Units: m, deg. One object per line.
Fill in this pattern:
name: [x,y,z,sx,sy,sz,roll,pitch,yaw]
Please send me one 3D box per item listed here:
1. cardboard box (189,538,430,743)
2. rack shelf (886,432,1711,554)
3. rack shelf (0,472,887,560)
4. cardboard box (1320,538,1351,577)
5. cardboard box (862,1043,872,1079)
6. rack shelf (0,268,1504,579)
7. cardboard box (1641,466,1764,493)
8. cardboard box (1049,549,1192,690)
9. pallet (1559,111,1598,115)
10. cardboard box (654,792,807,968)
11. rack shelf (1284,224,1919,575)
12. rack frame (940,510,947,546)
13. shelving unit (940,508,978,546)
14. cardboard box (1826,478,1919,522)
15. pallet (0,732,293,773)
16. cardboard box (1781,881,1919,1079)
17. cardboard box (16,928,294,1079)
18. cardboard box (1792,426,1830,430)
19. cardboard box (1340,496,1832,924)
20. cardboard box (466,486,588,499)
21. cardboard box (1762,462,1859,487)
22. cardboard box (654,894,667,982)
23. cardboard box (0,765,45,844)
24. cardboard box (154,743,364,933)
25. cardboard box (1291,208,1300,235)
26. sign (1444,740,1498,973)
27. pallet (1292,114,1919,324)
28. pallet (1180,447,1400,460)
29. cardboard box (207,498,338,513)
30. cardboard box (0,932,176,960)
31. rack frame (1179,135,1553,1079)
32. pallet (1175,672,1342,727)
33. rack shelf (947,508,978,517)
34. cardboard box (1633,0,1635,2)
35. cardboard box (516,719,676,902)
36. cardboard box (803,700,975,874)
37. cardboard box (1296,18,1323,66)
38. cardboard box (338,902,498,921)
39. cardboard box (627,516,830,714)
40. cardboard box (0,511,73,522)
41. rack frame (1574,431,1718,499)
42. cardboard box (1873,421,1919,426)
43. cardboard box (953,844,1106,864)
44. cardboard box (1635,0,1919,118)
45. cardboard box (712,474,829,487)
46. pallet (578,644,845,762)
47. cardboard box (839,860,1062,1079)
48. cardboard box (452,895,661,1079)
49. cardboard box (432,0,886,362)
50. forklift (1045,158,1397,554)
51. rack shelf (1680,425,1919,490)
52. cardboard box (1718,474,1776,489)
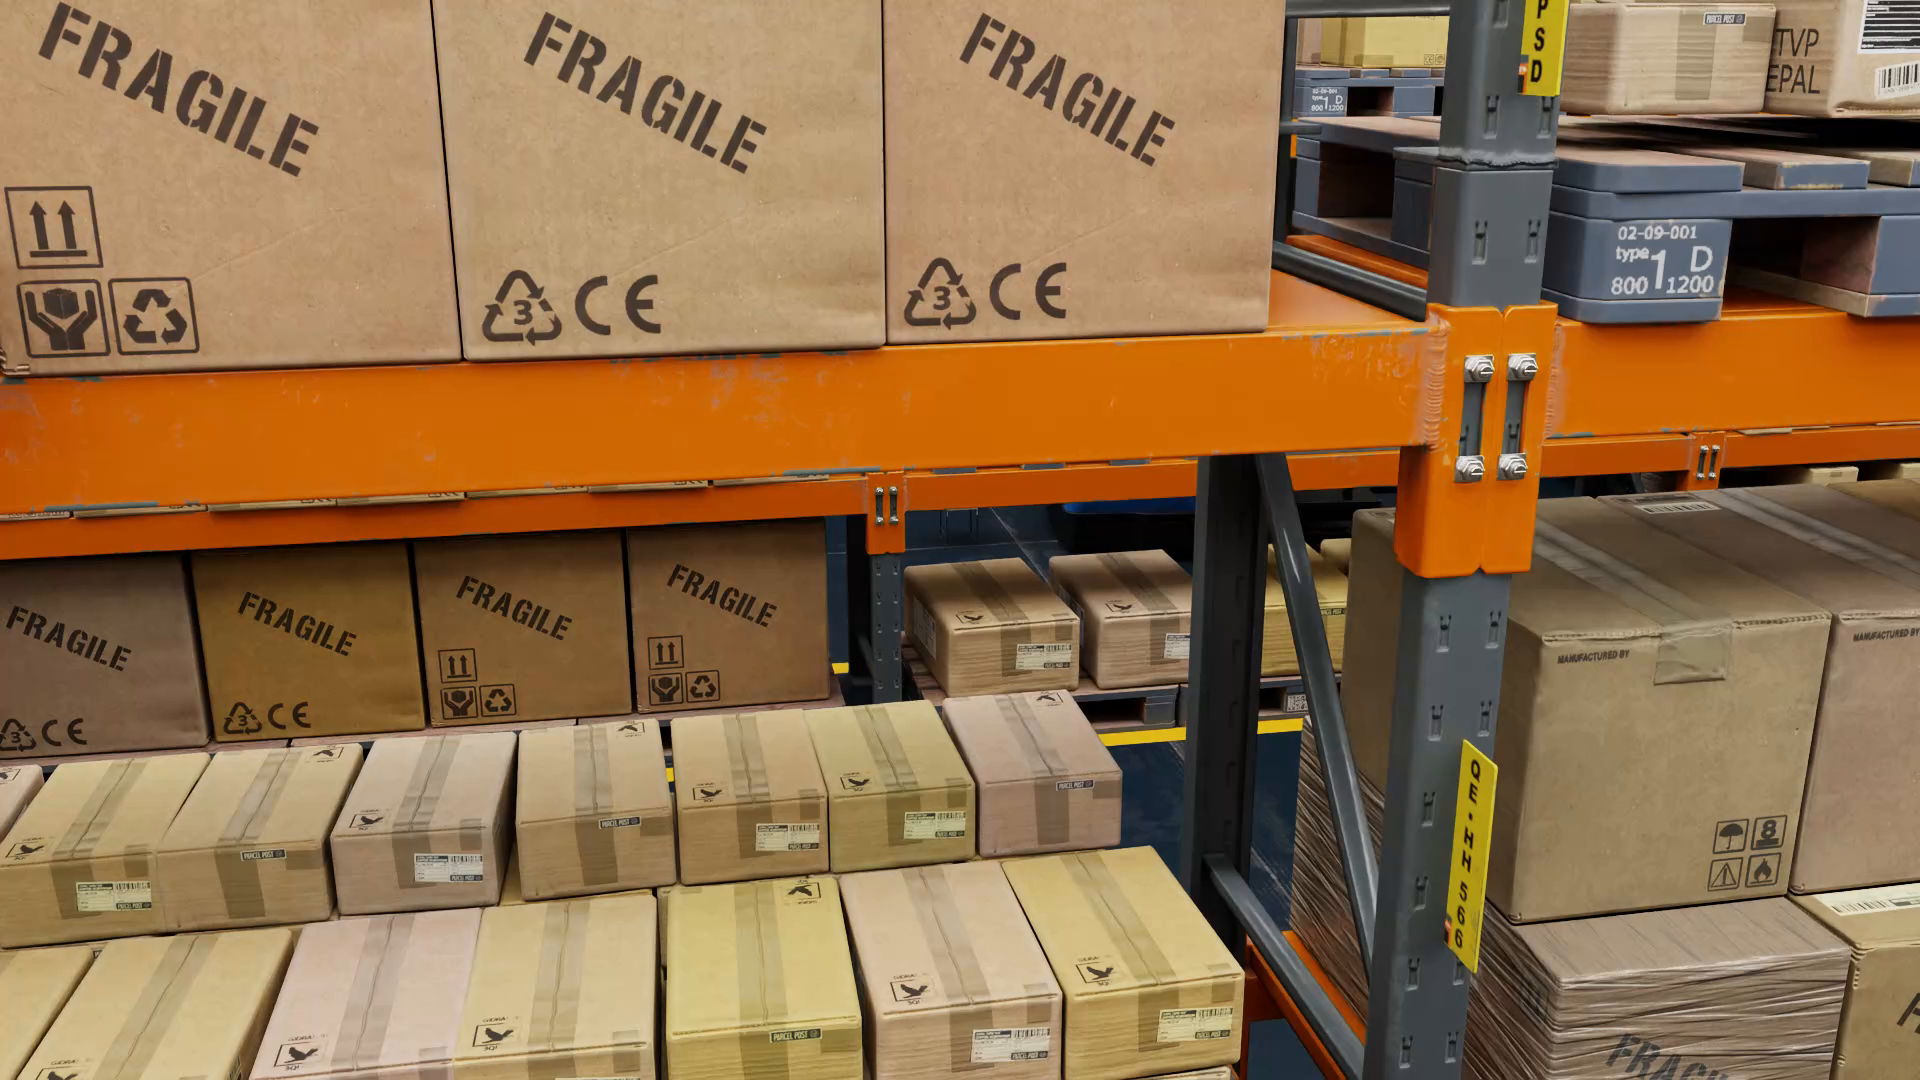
cardboard box: [-2.869,0.320,7.564,0.875,0.875,0.875,-3,17,-9]
rack shelf: [1.544,-0.375,8.149,4.000,0.370,1.077,-3,17,-10]
rack shelf: [-2.384,-0.152,7.424,4.000,0.370,1.077,-3,17,-10]
cardboard box: [2.287,0.296,8.499,0.625,0.372,0.950,-2,17,-7]
cardboard box: [-0.042,0.765,2.418,0.250,0.149,0.380,-3,17,-8]
rack shelf: [-1.346,-0.165,2.356,4.000,0.370,1.077,-3,17,-10]
cardboard box: [4.037,-0.185,8.997,0.500,0.500,0.500,-3,17,-11]
cardboard box: [0.859,0.376,8.240,0.625,0.372,0.950,-4,17,-12]
pallet: [2.881,-2.171,7.981,1.003,0.211,1.213,-3,17,-10]
cardboard box: [-0.422,0.592,2.983,0.250,0.149,0.380,-4,17,-12]
rack shelf: [2.582,-0.388,3.081,4.000,0.370,1.077,-3,17,-10]
rack frame: [-0.108,-0.424,10.660,0.006,0.900,0.240,-3,17,-10]
shelving unit: [-0.008,-0.430,10.678,0.210,0.900,0.258,-3,17,-10]
cardboard box: [2.060,0.208,3.152,0.500,0.500,0.700,-4,17,-11]
pallet: [-3.604,0.884,7.576,1.213,0.211,1.003,-3,17,-10]
cardboard box: [1.609,0.790,2.962,0.500,0.500,0.500,-3,17,-11]
cardboard box: [-1.046,0.680,2.190,0.250,0.149,0.380,-2,17,-8]
cardboard box: [4.115,-0.664,8.294,0.250,0.149,0.380,-3,17,-9]
cardboard box: [1.061,0.266,2.964,0.500,0.500,0.700,-3,17,-11]
cardboard box: [-1.864,-0.376,7.184,0.500,0.250,0.500,-3,17,-11]
cardboard box: [4.272,-0.330,8.363,0.250,0.149,0.380,-3,17,-10]
cardboard box: [-0.652,0.745,2.989,0.250,0.149,0.380,-2,17,-8]
cardboard box: [-1.672,0.521,2.707,0.250,0.149,0.380,-4,18,-13]
cardboard box: [-1.163,0.492,2.799,0.250,0.149,0.380,-3,17,-9]
cardboard box: [2.952,-2.412,13.385,0.500,0.500,0.500,-3,17,-11]
sign: [0.730,0.454,2.387,0.005,0.325,0.100,-3,17,-10]
pallet: [1.240,-0.581,2.807,1.003,0.211,1.213,-2,17,-8]
pallet: [1.516,-0.638,8.107,1.213,0.211,1.003,-3,17,-10]
cardboard box: [-2.851,-0.315,6.983,0.500,0.250,0.500,-3,17,-11]
cardboard box: [-1.423,0.648,2.798,0.250,0.149,0.380,-3,17,-8]
rack frame: [0.618,0.814,3.053,0.127,3.000,1.000,-3,17,-10]
pallet: [1.543,0.615,8.449,1.213,0.211,1.003,-3,17,-10]
rack shelf: [-0.008,-0.226,10.741,0.200,0.077,0.258,-3,17,-10]
cardboard box: [1.587,-0.971,3.021,0.500,0.311,0.500,-3,17,-10]
cardboard box: [-0.638,0.461,2.900,0.250,0.149,0.380,-4,18,-13]
cardboard box: [-0.136,0.434,2.988,0.250,0.149,0.380,-4,17,-12]
cardboard box: [1.869,-2.413,7.992,0.500,0.250,0.500,-3,17,-11]
cardboard box: [-0.914,0.619,2.893,0.250,0.149,0.380,-3,17,-10]
cardboard box: [-1.114,0.222,7.884,0.875,0.875,0.875,-3,17,-11]
cardboard box: [-3.865,-0.261,6.810,0.500,0.250,0.500,-4,17,-12]
rack frame: [3.507,-0.830,8.406,0.127,3.000,1.000,-3,17,-10]
cardboard box: [4.620,-0.692,8.383,0.250,0.149,0.380,-3,17,-9]
cardboard box: [0.106,0.560,3.086,0.250,0.149,0.380,-2,17,-8]
cardboard box: [1.371,-0.803,2.474,0.500,0.311,0.500,-3,17,-10]
cardboard box: [-0.867,-0.433,7.368,0.500,0.250,0.500,-4,17,-12]
pallet: [-1.209,0.748,8.018,1.213,0.211,1.003,-3,17,-10]
cardboard box: [-0.023,0.622,2.379,0.250,0.149,0.380,-3,17,-11]
cardboard box: [-0.542,0.652,2.279,0.250,0.149,0.380,-3,17,-9]
cardboard box: [-0.383,-0.531,2.153,0.500,0.500,0.500,-3,17,-10]
forklift: [2.121,-1.451,10.542,3.031,2.935,1.130,-1,17,-4]
rack shelf: [5.471,-0.598,8.875,4.000,0.370,1.077,-3,17,-10]
cardboard box: [4.138,-0.030,8.492,0.500,0.500,0.500,-2,17,-8]
